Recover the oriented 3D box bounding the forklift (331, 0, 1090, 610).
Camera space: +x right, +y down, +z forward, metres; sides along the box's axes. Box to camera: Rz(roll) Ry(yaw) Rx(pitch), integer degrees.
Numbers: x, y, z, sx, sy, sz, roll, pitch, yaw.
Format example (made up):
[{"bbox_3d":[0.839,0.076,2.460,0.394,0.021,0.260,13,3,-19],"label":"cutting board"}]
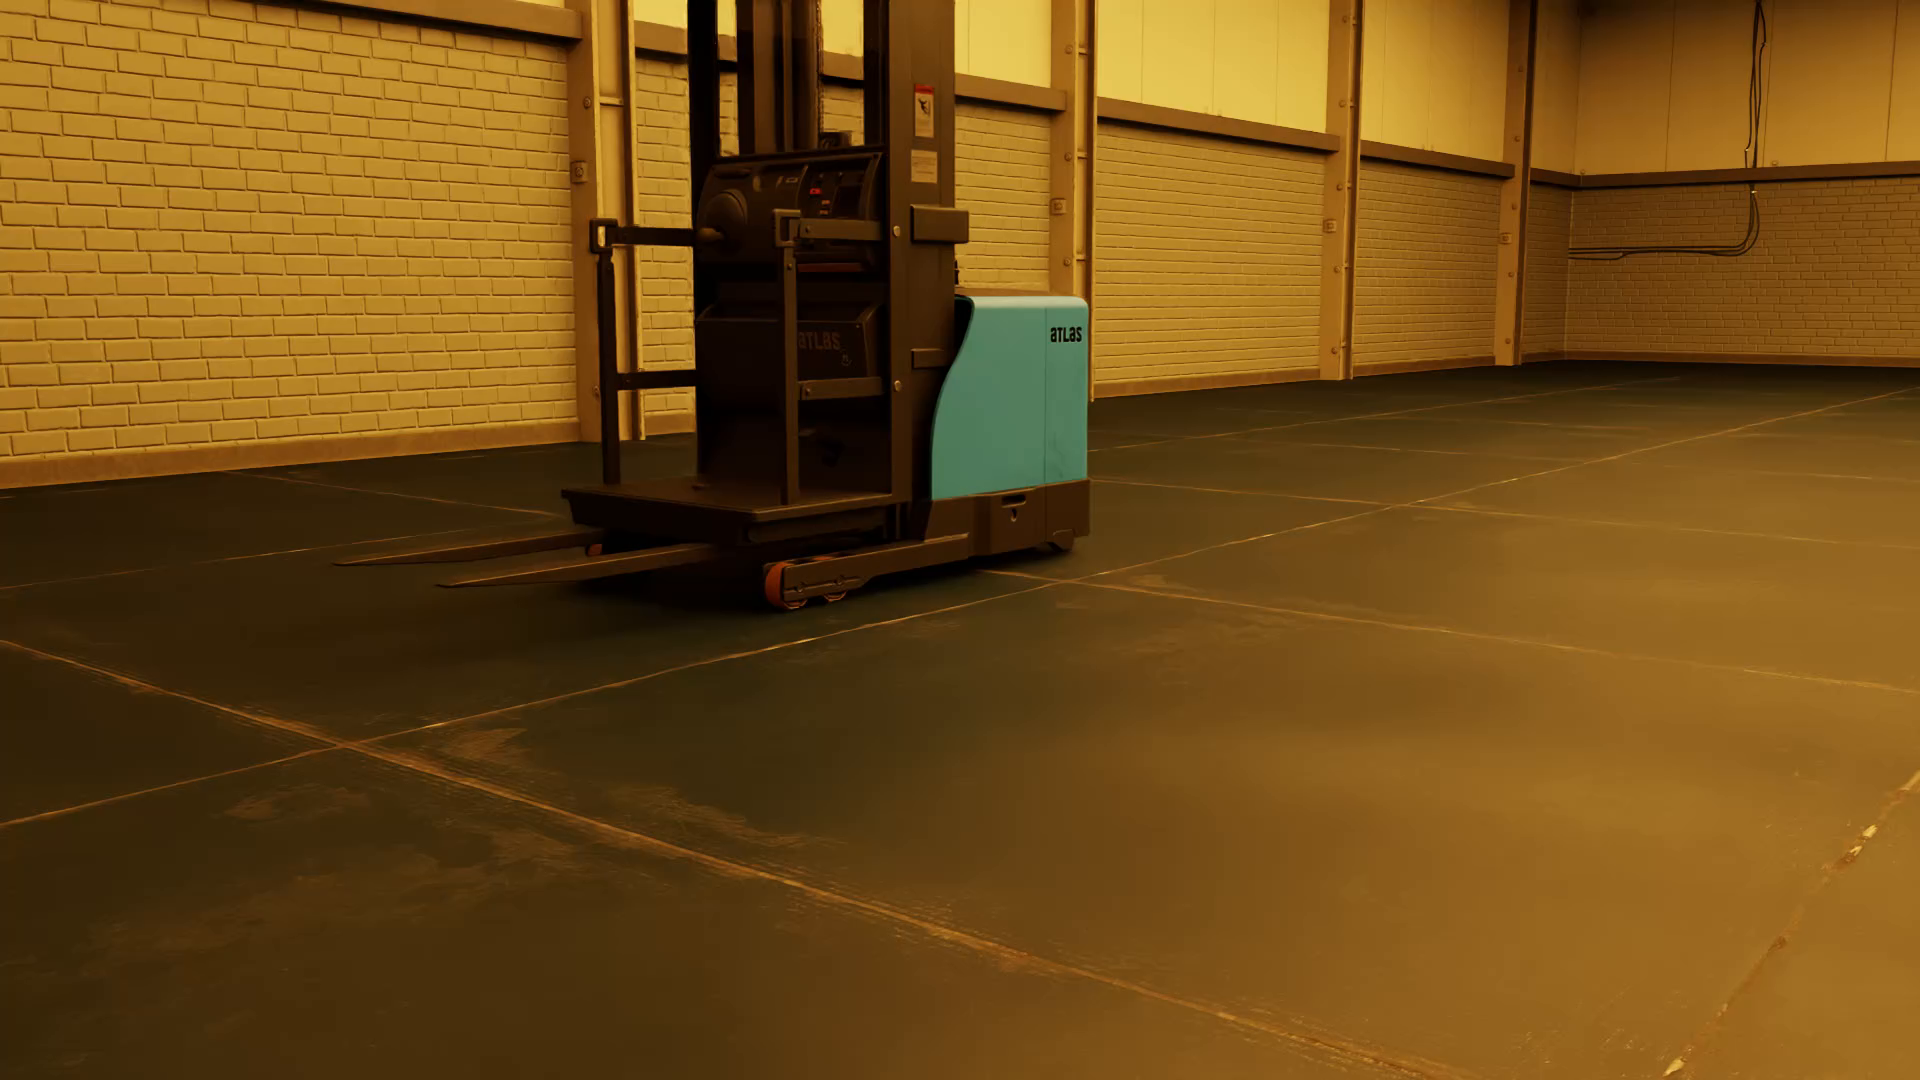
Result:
[{"bbox_3d":[-0.789,-1.291,6.102,1.130,2.935,3.031,7,11,40],"label":"forklift"}]
